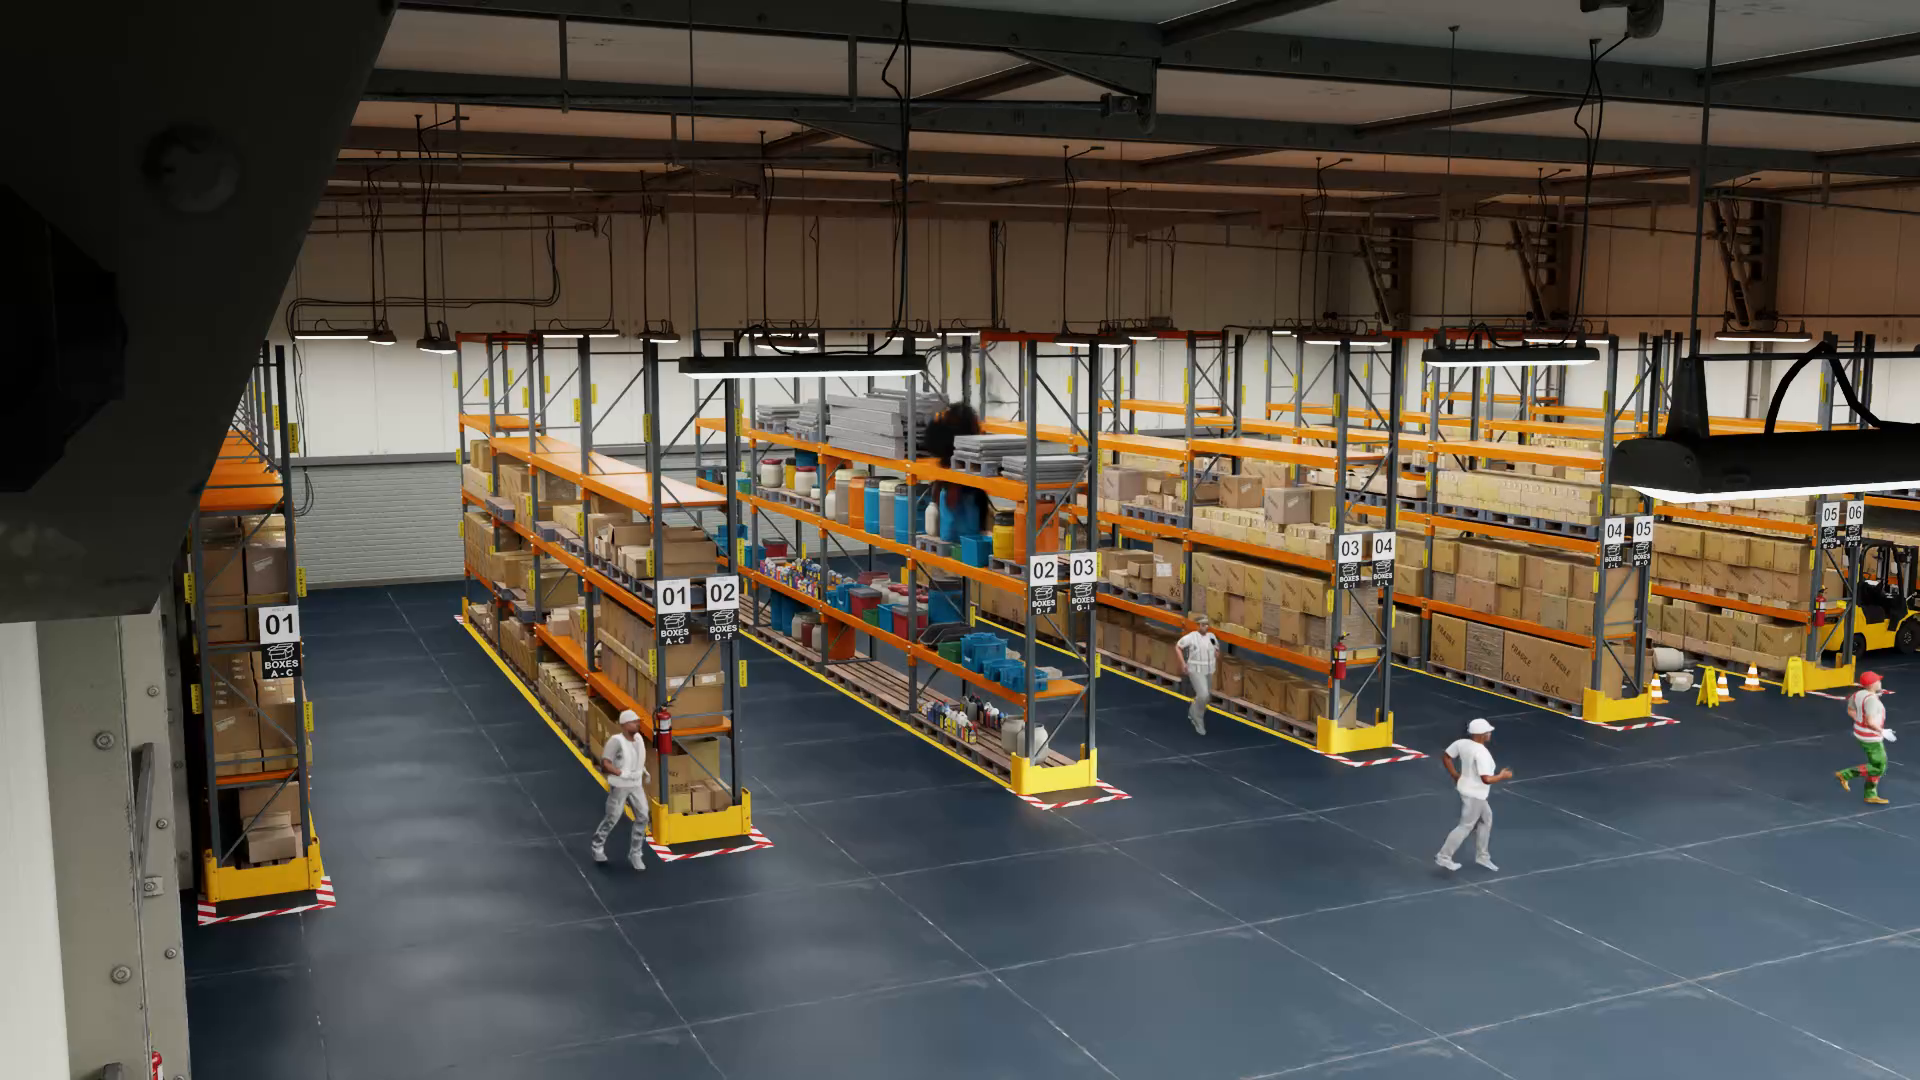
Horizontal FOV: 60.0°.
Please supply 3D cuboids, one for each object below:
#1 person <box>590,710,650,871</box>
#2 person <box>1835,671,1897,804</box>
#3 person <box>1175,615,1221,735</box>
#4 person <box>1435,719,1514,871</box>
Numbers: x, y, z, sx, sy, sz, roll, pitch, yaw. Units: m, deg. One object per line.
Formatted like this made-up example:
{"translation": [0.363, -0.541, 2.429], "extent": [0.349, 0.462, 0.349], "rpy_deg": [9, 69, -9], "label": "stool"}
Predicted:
{"translation": [-3.851, 2.869, 19.261], "extent": [0.737, 1.818, 0.749], "rpy_deg": [5, 9, 34], "label": "person"}
{"translation": [11.764, 2.566, 21.629], "extent": [0.704, 1.749, 0.640], "rpy_deg": [1, 8, 9], "label": "person"}
{"translation": [3.696, 2.049, 25.420], "extent": [0.631, 1.845, 0.754], "rpy_deg": [-5, 9, -31], "label": "person"}
{"translation": [5.826, 2.922, 18.881], "extent": [0.841, 1.815, 0.635], "rpy_deg": [0, 8, -1], "label": "person"}
